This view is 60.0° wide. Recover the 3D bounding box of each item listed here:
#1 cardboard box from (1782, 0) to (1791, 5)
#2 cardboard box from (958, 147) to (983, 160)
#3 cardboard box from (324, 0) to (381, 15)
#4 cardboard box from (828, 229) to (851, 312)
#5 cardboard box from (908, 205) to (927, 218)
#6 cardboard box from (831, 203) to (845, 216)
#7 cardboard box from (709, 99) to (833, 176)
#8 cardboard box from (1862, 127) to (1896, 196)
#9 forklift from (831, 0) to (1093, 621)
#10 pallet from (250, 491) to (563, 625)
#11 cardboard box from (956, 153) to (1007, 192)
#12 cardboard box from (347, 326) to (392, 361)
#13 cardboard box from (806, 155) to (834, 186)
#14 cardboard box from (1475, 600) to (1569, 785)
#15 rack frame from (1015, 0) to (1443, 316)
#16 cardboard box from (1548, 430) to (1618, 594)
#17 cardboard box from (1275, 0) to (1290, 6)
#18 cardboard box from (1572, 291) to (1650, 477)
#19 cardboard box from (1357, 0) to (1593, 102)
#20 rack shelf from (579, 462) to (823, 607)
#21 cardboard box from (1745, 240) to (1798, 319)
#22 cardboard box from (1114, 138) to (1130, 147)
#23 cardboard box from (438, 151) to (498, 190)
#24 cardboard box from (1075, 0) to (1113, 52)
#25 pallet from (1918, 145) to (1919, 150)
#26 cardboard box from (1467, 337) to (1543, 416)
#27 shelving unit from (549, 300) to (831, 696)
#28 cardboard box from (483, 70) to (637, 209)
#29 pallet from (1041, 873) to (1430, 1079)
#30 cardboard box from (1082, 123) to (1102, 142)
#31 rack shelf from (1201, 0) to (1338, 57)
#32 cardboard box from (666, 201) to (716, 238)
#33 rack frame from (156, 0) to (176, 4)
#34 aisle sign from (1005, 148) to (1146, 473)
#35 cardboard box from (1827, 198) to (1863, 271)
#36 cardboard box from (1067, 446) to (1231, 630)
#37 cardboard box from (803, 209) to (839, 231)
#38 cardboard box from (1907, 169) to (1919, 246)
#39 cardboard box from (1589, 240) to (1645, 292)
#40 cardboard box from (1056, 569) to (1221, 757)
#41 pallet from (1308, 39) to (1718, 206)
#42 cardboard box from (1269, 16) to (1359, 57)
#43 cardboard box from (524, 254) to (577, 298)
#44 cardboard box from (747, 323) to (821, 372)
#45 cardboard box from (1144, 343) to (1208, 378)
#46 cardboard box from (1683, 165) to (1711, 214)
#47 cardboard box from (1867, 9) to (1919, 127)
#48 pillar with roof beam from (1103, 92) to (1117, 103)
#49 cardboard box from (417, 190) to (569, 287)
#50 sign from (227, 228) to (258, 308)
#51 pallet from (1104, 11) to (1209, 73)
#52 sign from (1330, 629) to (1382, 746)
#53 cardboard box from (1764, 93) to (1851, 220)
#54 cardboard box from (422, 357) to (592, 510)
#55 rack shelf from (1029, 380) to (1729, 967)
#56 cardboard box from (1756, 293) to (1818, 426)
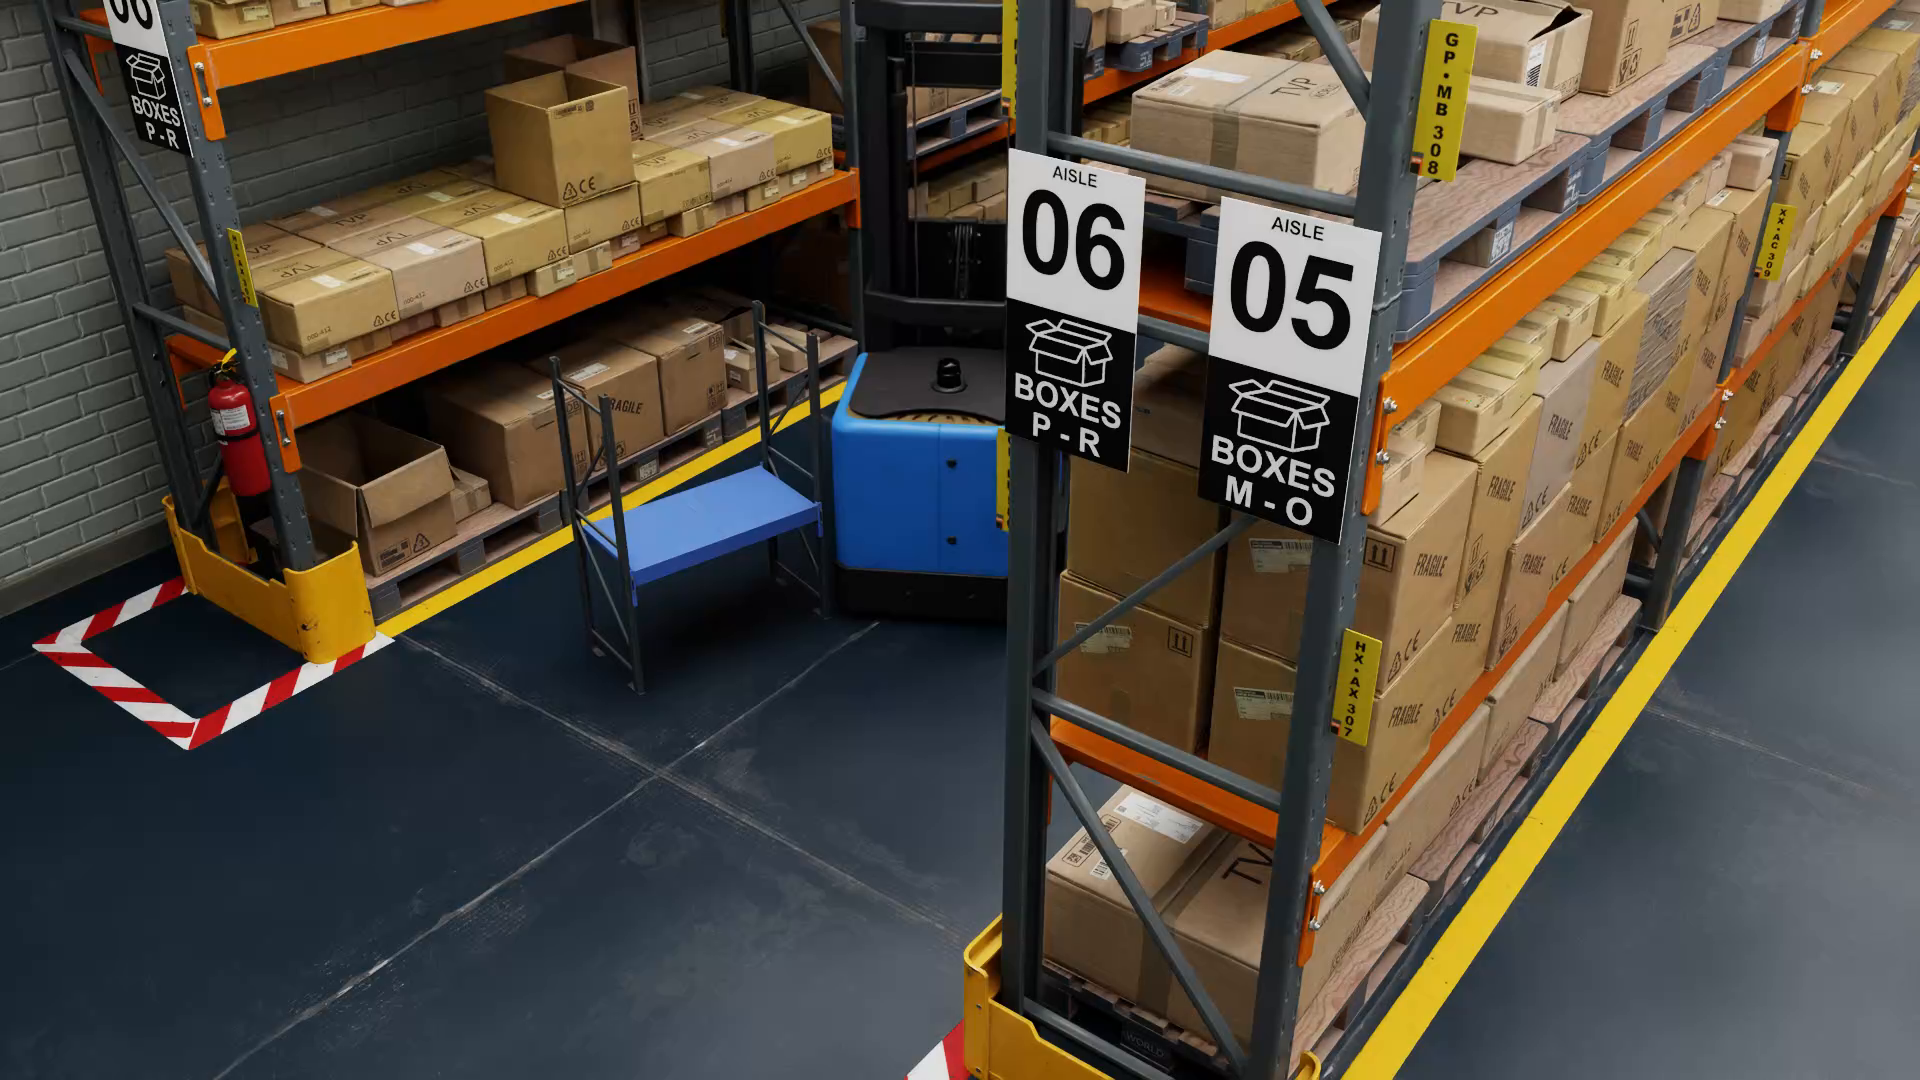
[{"bbox_3d":[2.855,-2.112,6.052,0.396,0.266,0.258,22,37,33],"label":"cardboard box"},{"bbox_3d":[-0.058,-2.796,11.929,0.380,0.149,0.250,20,36,29],"label":"cardboard box"},{"bbox_3d":[-2.706,-2.368,7.109,0.380,0.149,0.250,21,37,32],"label":"cardboard box"},{"bbox_3d":[-0.503,-1.773,10.839,0.500,0.500,0.500,23,38,33],"label":"cardboard box"},{"bbox_3d":[-0.440,-2.125,10.797,0.380,0.149,0.250,20,36,30],"label":"cardboard box"},{"bbox_3d":[-0.594,-2.135,10.523,0.380,0.149,0.250,20,36,30],"label":"cardboard box"},{"bbox_3d":[-1.088,-2.322,9.581,0.500,0.250,0.500,22,37,32],"label":"cardboard box"},{"bbox_3d":[4.710,-2.092,8.994,0.500,0.250,0.500,20,36,30],"label":"cardboard box"},{"bbox_3d":[0.077,-1.598,8.572,1.130,2.935,3.031,3,31,6],"label":"forklift"},{"bbox_3d":[-2.863,-0.070,8.661,1.003,0.211,1.213,21,37,31],"label":"pallet"},{"bbox_3d":[0.192,-2.539,11.495,0.380,0.149,0.250,23,37,33],"label":"cardboard box"},{"bbox_3d":[-2.855,-0.973,7.696,0.380,0.149,0.250,22,37,32],"label":"cardboard box"},{"bbox_3d":[-0.966,-2.225,9.809,0.380,0.149,0.250,22,37,32],"label":"cardboard box"},{"bbox_3d":[1.980,0.494,7.076,0.875,0.438,0.875,20,36,30],"label":"cardboard box"},{"bbox_3d":[0.570,-1.969,3.246,1.000,3.000,0.127,21,37,31],"label":"rack frame"},{"bbox_3d":[1.983,-0.162,5.984,0.500,0.500,0.500,22,37,33],"label":"cardboard box"},{"bbox_3d":[2.516,-4.621,13.753,0.500,0.250,0.500,20,36,30],"label":"cardboard box"},{"bbox_3d":[1.998,-0.596,5.734,0.500,0.500,0.500,21,37,31],"label":"cardboard box"},{"bbox_3d":[1.514,-1.457,4.902,0.500,0.311,0.500,22,37,32],"label":"cardboard box"},{"bbox_3d":[-1.197,-0.044,7.706,1.000,0.185,0.538,-22,37,-32],"label":"rack shelf"},{"bbox_3d":[3.475,-1.257,7.585,0.500,0.250,0.500,20,36,30],"label":"cardboard box"},{"bbox_3d":[1.046,-2.833,12.629,0.500,0.500,0.500,21,36,31],"label":"cardboard box"},{"bbox_3d":[-2.392,-1.868,8.815,0.500,0.250,0.500,21,37,31],"label":"cardboard box"},{"bbox_3d":[0.602,-3.671,11.489,0.797,0.503,0.637,20,36,30],"label":"cardboard box"},{"bbox_3d":[5.745,-2.880,10.856,1.213,0.211,1.003,21,37,31],"label":"pallet"},{"bbox_3d":[1.500,-0.511,4.955,0.380,0.149,0.250,20,36,30],"label":"cardboard box"},{"bbox_3d":[-1.197,-0.198,7.614,1.048,1.500,0.538,-22,37,-32],"label":"shelving unit"},{"bbox_3d":[-1.995,-2.012,8.322,0.500,0.500,0.500,22,37,32],"label":"cardboard box"},{"bbox_3d":[0.991,1.462,6.076,1.003,0.211,1.213,21,37,31],"label":"pallet"},{"bbox_3d":[0.814,-2.965,12.214,0.380,0.149,0.250,22,37,33],"label":"cardboard box"},{"bbox_3d":[2.647,-4.670,14.393,1.077,0.370,4.000,21,37,31],"label":"rack shelf"},{"bbox_3d":[-1.555,-1.789,9.072,0.380,0.149,0.250,21,36,31],"label":"cardboard box"},{"bbox_3d":[-3.389,-3.495,5.821,1.000,3.000,0.127,21,37,31],"label":"rack frame"},{"bbox_3d":[0.280,-0.573,4.225,0.394,0.787,0.004,21,37,31],"label":"aisle sign"},{"bbox_3d":[4.403,-1.662,8.759,0.500,0.250,0.500,20,36,31],"label":"cardboard box"},{"bbox_3d":[0.672,-0.131,4.950,0.500,0.500,0.500,22,37,33],"label":"cardboard box"},{"bbox_3d":[-0.982,-2.163,10.861,0.380,0.149,0.250,20,36,29],"label":"cardboard box"},{"bbox_3d":[6.650,-2.526,12.235,0.950,0.372,0.625,22,37,33],"label":"cardboard box"},{"bbox_3d":[2.094,-0.939,5.677,0.380,0.149,0.250,21,37,31],"label":"cardboard box"},{"bbox_3d":[0.651,0.291,5.219,0.500,0.500,0.500,21,37,32],"label":"cardboard box"},{"bbox_3d":[1.746,-1.443,5.388,1.003,0.211,1.213,21,37,31],"label":"pallet"},{"bbox_3d":[3.074,-4.423,15.188,0.875,0.625,0.625,21,36,31],"label":"cardboard box"},{"bbox_3d":[-2.155,-1.364,8.356,0.380,0.149,0.250,20,36,30],"label":"cardboard box"},{"bbox_3d":[-1.077,-1.178,10.180,0.380,0.149,0.250,20,36,30],"label":"cardboard box"},{"bbox_3d":[0.761,-0.459,4.867,0.380,0.149,0.250,22,37,32],"label":"cardboard box"},{"bbox_3d":[2.649,-1.371,6.407,0.380,0.149,0.250,21,37,31],"label":"cardboard box"},{"bbox_3d":[4.993,-2.612,9.136,0.500,0.500,0.500,22,37,32],"label":"cardboard box"},{"bbox_3d":[4.941,-6.229,10.435,9.100,9.000,0.400,21,37,31],"label":"pillar with roof beam"},{"bbox_3d":[-2.293,-1.491,8.180,0.500,0.250,0.500,20,36,30],"label":"cardboard box"},{"bbox_3d":[-2.956,-1.120,6.849,0.100,0.325,0.005,21,37,31],"label":"sign"},{"bbox_3d":[1.087,-3.787,12.385,1.213,0.211,1.003,21,37,31],"label":"pallet"},{"bbox_3d":[1.009,0.378,4.243,0.100,0.325,0.005,21,37,31],"label":"sign"},{"bbox_3d":[3.765,-1.793,7.755,0.500,0.500,0.500,21,37,31],"label":"cardboard box"},{"bbox_3d":[-2.397,-0.575,8.818,0.700,0.500,0.500,23,38,33],"label":"cardboard box"},{"bbox_3d":[1.778,0.108,6.331,1.077,0.370,4.000,21,37,31],"label":"rack shelf"},{"bbox_3d":[4.375,-1.290,9.657,0.875,0.875,0.875,22,37,32],"label":"cardboard box"}]
